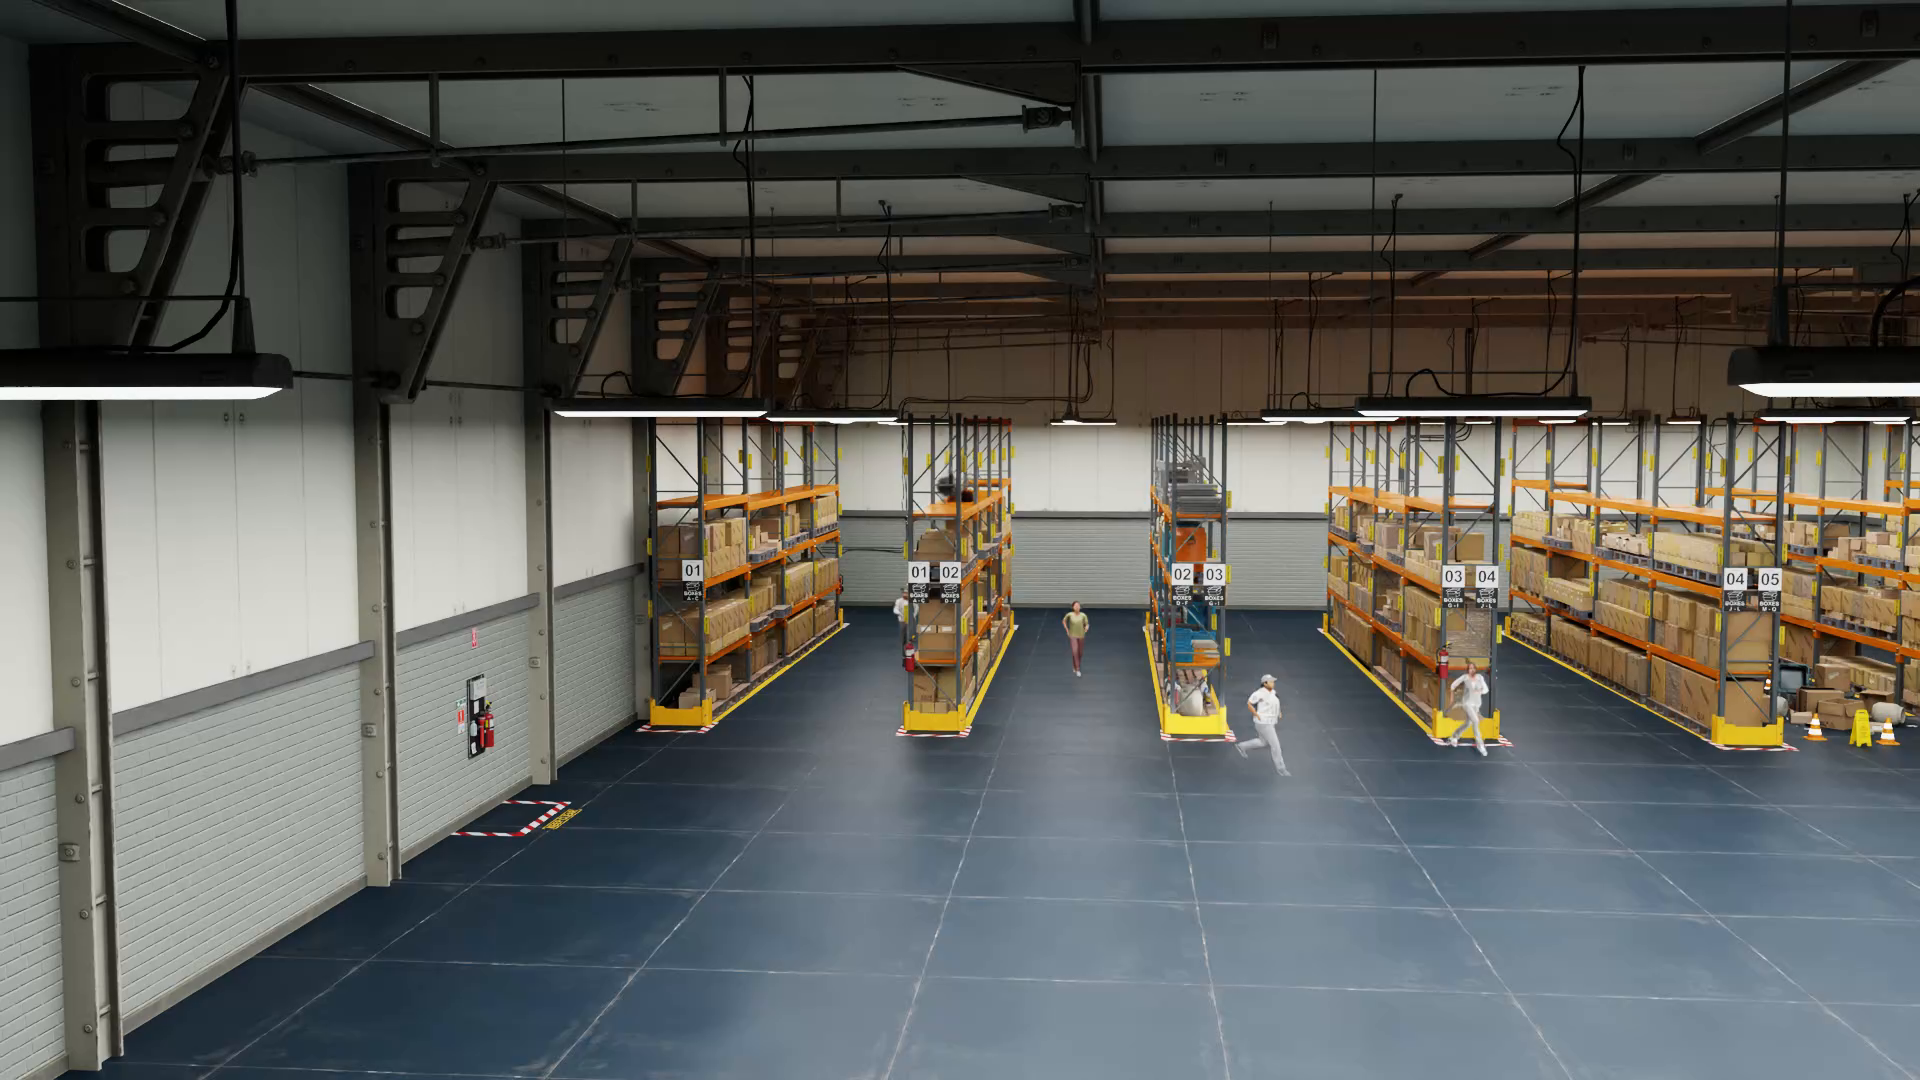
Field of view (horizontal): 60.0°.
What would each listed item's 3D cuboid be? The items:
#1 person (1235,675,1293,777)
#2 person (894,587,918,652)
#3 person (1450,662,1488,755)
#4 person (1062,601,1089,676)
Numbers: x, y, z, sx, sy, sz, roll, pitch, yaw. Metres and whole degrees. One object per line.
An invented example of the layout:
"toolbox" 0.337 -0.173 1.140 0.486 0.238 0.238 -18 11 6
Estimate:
"person" 5.065 3.063 27.635 1.057 1.680 0.577 2 5 33
"person" -1.293 1.968 39.617 0.562 1.732 0.830 0 4 6
"person" 9.019 2.952 29.424 0.592 1.606 0.757 -1 4 -16
"person" 2.581 2.161 36.865 0.579 1.632 0.805 0 4 -6
